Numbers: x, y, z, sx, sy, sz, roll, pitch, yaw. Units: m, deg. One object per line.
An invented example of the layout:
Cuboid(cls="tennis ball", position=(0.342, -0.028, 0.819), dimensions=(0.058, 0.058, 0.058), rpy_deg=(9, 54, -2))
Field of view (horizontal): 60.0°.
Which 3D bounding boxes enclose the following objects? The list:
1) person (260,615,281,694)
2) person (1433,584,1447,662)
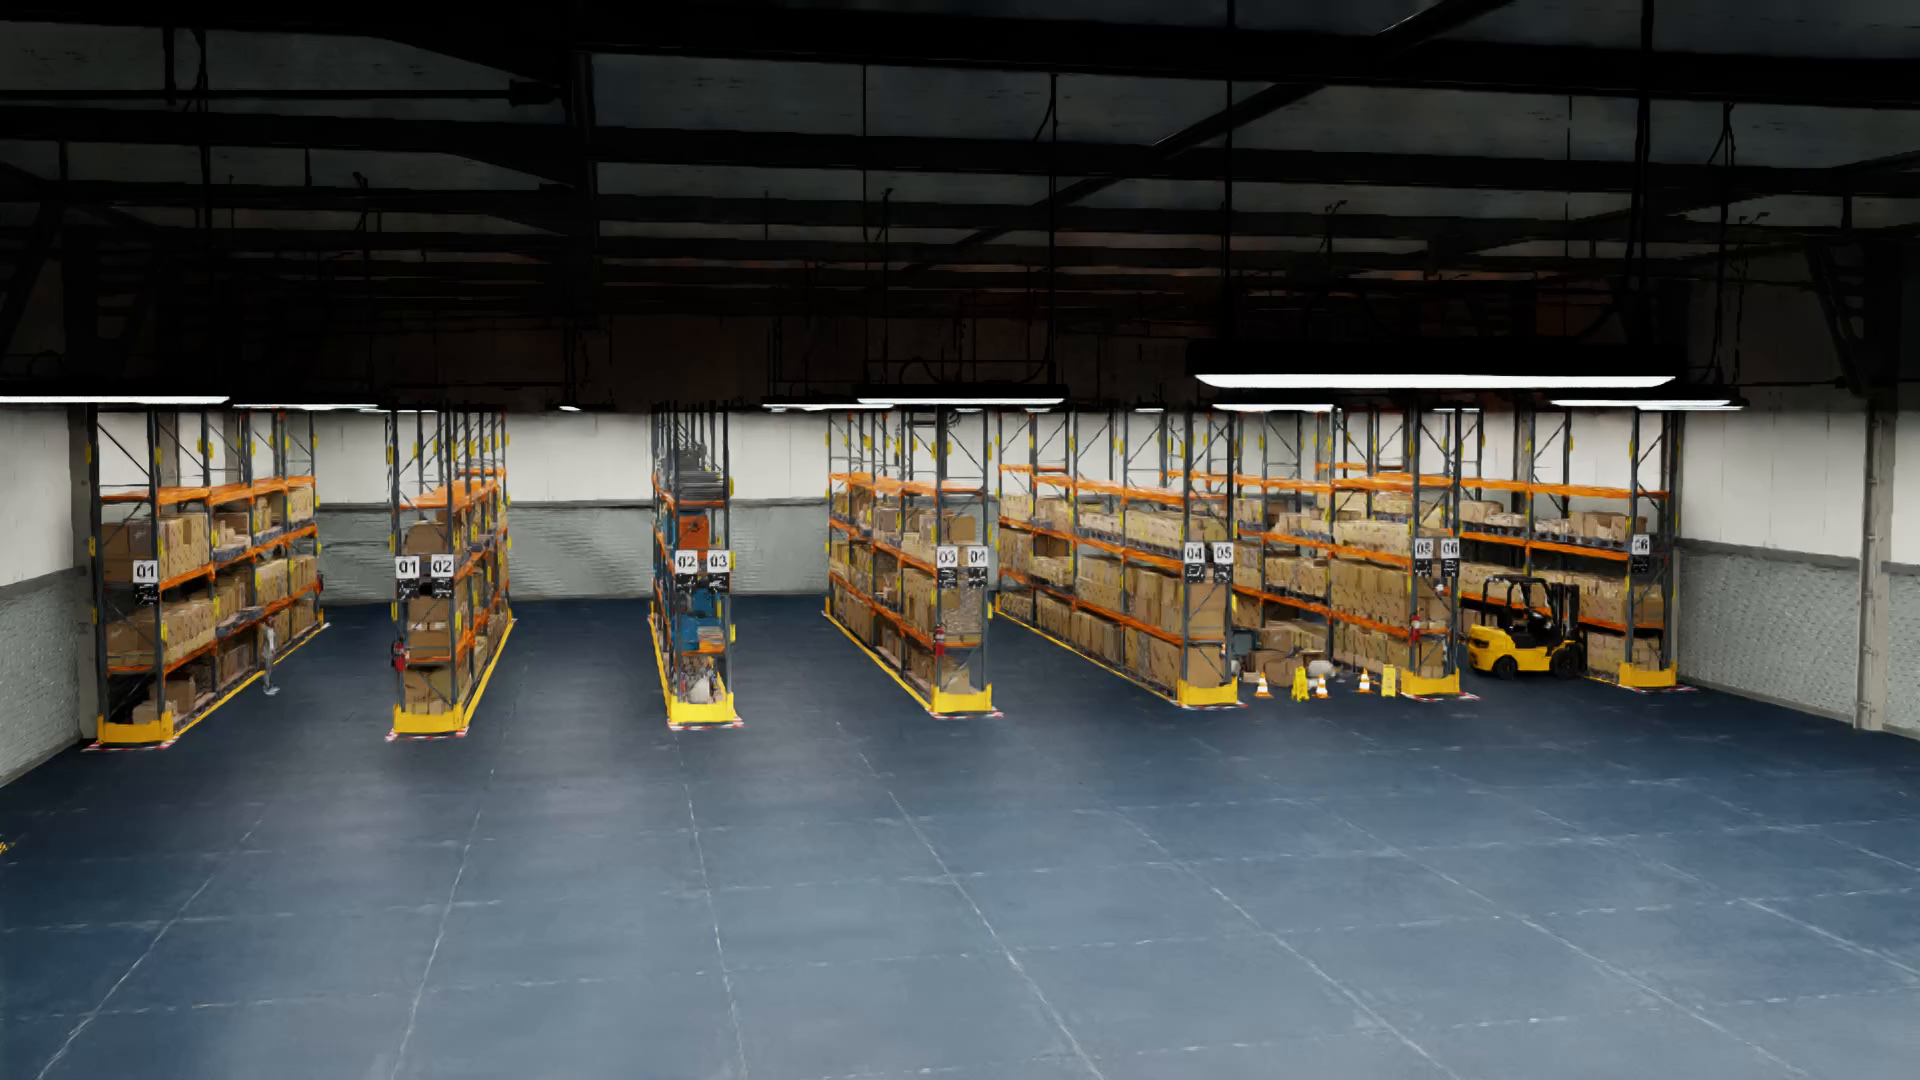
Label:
Cuboid(cls="person", position=(-14.132, 2.340, 34.105), dimensions=(0.420, 1.602, 0.506), rpy_deg=(-3, 5, -37))
Cuboid(cls="person", position=(11.016, 1.916, 38.457), dimensions=(0.494, 1.786, 0.606), rpy_deg=(1, 4, 17))
